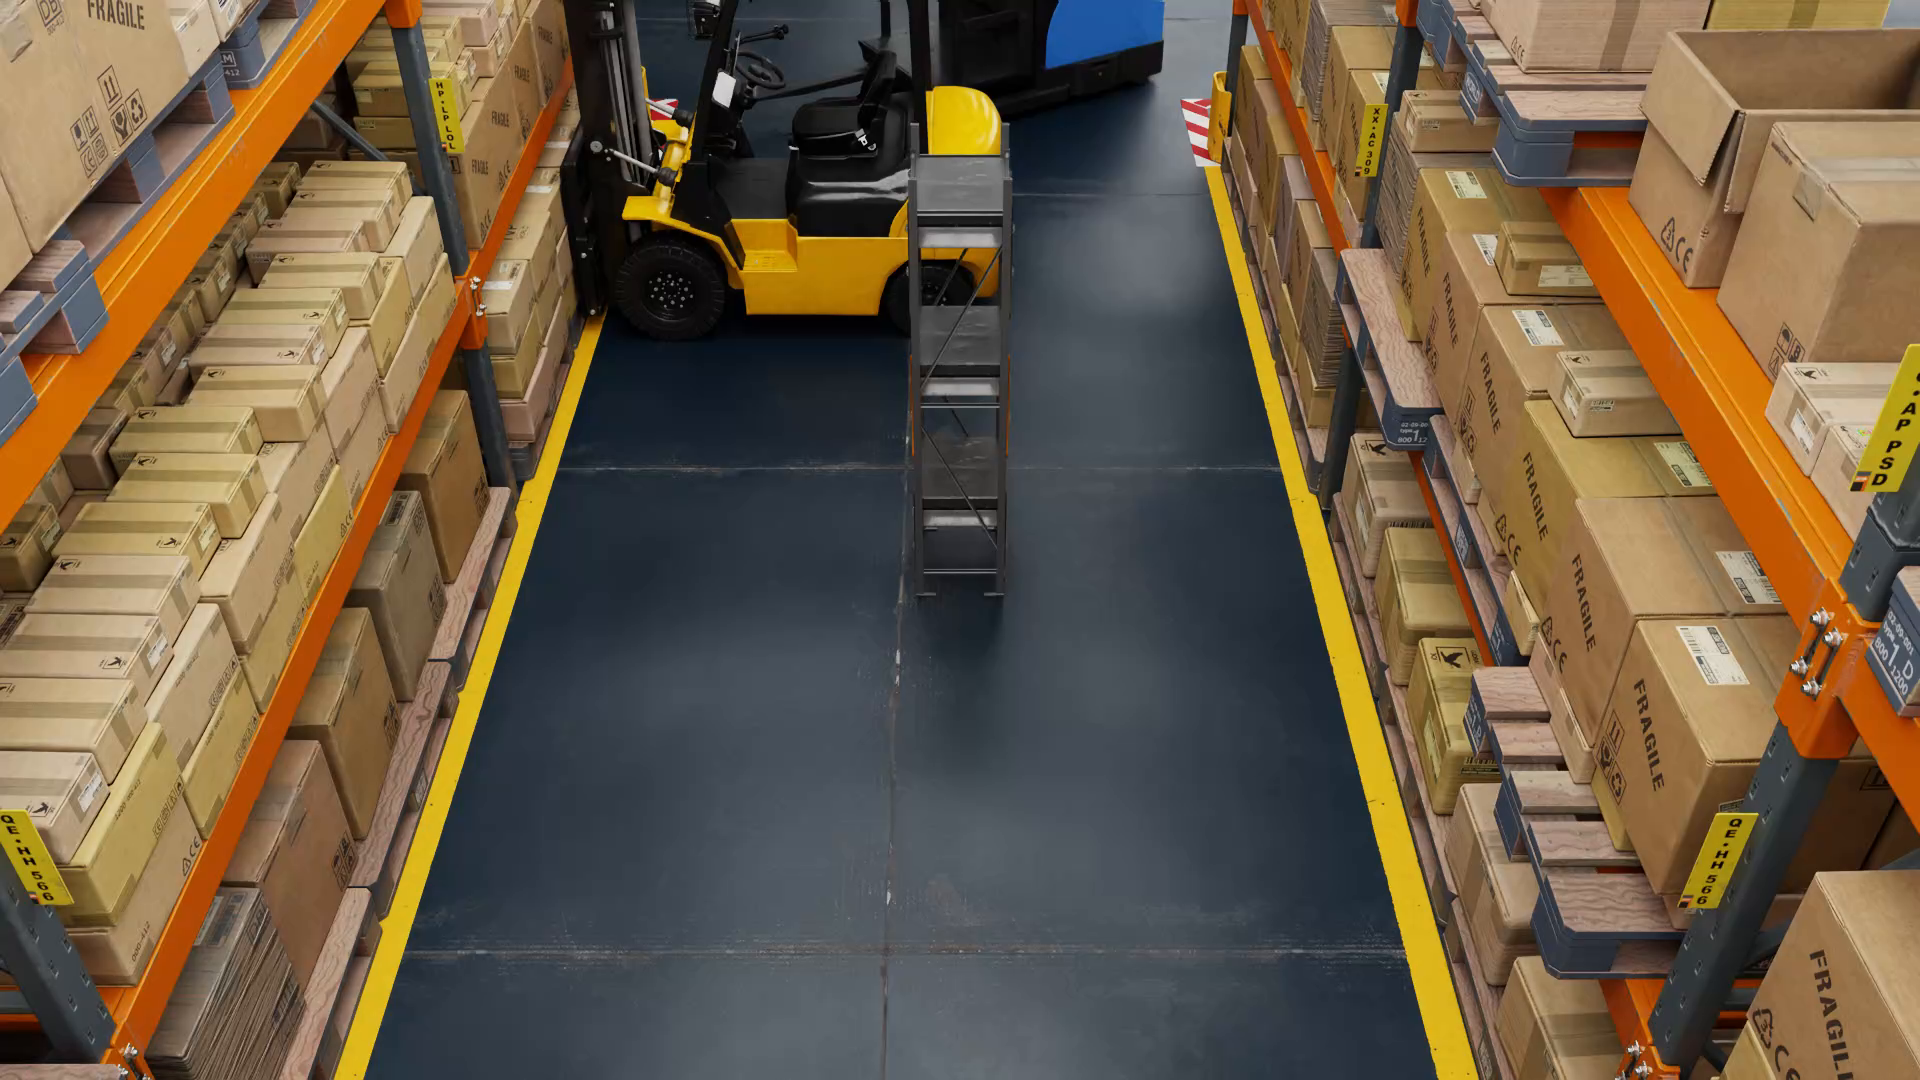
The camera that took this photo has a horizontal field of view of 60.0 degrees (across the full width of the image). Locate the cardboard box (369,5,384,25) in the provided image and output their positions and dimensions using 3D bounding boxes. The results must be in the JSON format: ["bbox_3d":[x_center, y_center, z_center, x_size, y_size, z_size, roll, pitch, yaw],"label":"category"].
[{"bbox_3d":[-3.005,-2.591,7.994,0.380,0.149,0.250,-1,39,-1],"label":"cardboard box"}]

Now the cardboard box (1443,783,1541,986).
[{"bbox_3d":[2.282,1.200,5.865,0.950,0.372,0.625,-1,39,-1],"label":"cardboard box"}]

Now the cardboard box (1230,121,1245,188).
[{"bbox_3d":[1.996,-2.436,10.500,0.500,0.250,0.500,0,39,0],"label":"cardboard box"}]

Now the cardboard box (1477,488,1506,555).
[{"bbox_3d":[1.965,-0.087,5.570,0.380,0.149,0.250,-1,39,-1],"label":"cardboard box"}]

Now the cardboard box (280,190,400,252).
[{"bbox_3d":[-2.446,-1.260,6.570,0.380,0.149,0.250,-1,39,-1],"label":"cardboard box"}]

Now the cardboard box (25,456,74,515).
[{"bbox_3d":[-3.013,-0.135,5.167,0.380,0.149,0.250,-1,39,-1],"label":"cardboard box"}]

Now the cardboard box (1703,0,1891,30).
[{"bbox_3d":[2.417,-1.624,5.009,0.500,0.250,0.500,0,39,1],"label":"cardboard box"}]

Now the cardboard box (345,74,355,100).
[{"bbox_3d":[-2.971,-2.157,7.690,0.380,0.149,0.250,1,39,1],"label":"cardboard box"}]

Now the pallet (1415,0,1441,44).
[{"bbox_3d":[2.171,-2.059,5.918,1.213,0.211,1.003,0,39,0],"label":"pallet"}]

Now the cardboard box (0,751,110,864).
[{"bbox_3d":[-2.388,0.667,4.166,0.380,0.149,0.250,1,39,1],"label":"cardboard box"}]

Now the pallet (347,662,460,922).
[{"bbox_3d":[-2.643,0.971,6.615,1.003,0.211,1.213,0,39,0],"label":"pallet"}]

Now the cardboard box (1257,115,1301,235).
[{"bbox_3d":[1.994,-2.073,9.447,0.500,0.500,0.500,1,39,1],"label":"cardboard box"}]

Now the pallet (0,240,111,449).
[{"bbox_3d":[-2.773,-0.362,3.801,1.213,0.211,1.003,2,39,2],"label":"pallet"}]

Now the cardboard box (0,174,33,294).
[{"bbox_3d":[-2.440,-0.707,3.584,0.500,0.500,0.500,0,39,0],"label":"cardboard box"}]

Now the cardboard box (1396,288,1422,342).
[{"bbox_3d":[1.953,-0.912,6.600,0.380,0.149,0.250,1,39,1],"label":"cardboard box"}]

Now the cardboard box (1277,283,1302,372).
[{"bbox_3d":[1.997,-1.142,8.885,0.500,0.250,0.500,-1,39,-1],"label":"cardboard box"}]

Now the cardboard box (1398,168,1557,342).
[{"bbox_3d":[1.992,-1.061,6.267,0.500,0.500,0.500,0,39,0],"label":"cardboard box"}]

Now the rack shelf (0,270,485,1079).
[{"bbox_3d":[-2.685,0.189,5.936,1.077,0.370,4.000,0,39,0],"label":"rack shelf"}]

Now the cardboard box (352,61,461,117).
[{"bbox_3d":[-2.391,-1.950,7.194,0.380,0.149,0.250,1,39,1],"label":"cardboard box"}]

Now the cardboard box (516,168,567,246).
[{"bbox_3d":[-2.376,-1.757,8.853,0.500,0.250,0.500,1,39,1],"label":"cardboard box"}]

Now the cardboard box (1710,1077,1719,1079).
[{"bbox_3d":[2.030,1.518,3.823,0.500,0.250,0.500,-1,39,-1],"label":"cardboard box"}]

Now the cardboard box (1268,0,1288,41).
[{"bbox_3d":[2.001,-3.066,9.105,0.500,0.500,0.500,-1,39,-1],"label":"cardboard box"}]

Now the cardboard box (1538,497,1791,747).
[{"bbox_3d":[1.991,0.227,4.660,0.500,0.500,0.500,-1,39,-1],"label":"cardboard box"}]

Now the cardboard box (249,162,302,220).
[{"bbox_3d":[-2.901,-1.415,6.764,0.380,0.149,0.250,-1,39,-1],"label":"cardboard box"}]

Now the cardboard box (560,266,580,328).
[{"bbox_3d":[-2.389,-1.375,9.175,0.500,0.250,0.500,1,39,1],"label":"cardboard box"}]

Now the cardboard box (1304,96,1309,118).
[{"bbox_3d":[1.997,-2.246,8.601,0.380,0.149,0.250,-1,39,-1],"label":"cardboard box"}]

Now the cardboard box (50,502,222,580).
[{"bbox_3d":[-2.459,0.019,4.974,0.380,0.149,0.250,0,39,0],"label":"cardboard box"}]

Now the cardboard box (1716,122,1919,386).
[{"bbox_3d":[2.290,-0.649,3.928,0.700,0.500,0.500,0,39,0],"label":"cardboard box"}]

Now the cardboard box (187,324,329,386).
[{"bbox_3d":[-2.434,-0.622,5.774,0.380,0.149,0.250,0,39,0],"label":"cardboard box"}]

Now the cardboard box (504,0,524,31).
[{"bbox_3d":[-2.397,-2.635,8.286,0.380,0.149,0.250,-1,39,-1],"label":"cardboard box"}]

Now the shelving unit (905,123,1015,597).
[{"bbox_3d":[0.000,-0.716,7.210,0.431,2.100,0.503,0,39,0],"label":"shelving unit"}]

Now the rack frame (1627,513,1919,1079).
[{"bbox_3d":[2.281,1.153,4.158,1.000,3.000,0.127,0,39,0],"label":"rack frame"}]

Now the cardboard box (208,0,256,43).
[{"bbox_3d":[-2.442,-1.749,5.036,0.500,0.311,0.500,-1,39,-2],"label":"cardboard box"}]

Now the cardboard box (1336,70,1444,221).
[{"bbox_3d":[2.027,-1.781,7.502,0.500,0.500,0.500,-1,39,-1],"label":"cardboard box"}]

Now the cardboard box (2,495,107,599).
[{"bbox_3d":[-2.961,0.109,5.181,0.500,0.250,0.500,0,39,0],"label":"cardboard box"}]

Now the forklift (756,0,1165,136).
[{"bbox_3d":[-0.050,-4.311,11.031,3.031,2.935,1.130,-21,43,-24],"label":"forklift"}]

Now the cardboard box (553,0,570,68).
[{"bbox_3d":[-2.436,-2.930,9.174,0.500,0.500,0.500,-1,39,-1],"label":"cardboard box"}]

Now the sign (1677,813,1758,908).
[{"bbox_3d":[1.739,0.738,3.813,0.100,0.325,0.005,0,39,0],"label":"sign"}]

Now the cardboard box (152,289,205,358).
[{"bbox_3d":[-2.958,-0.775,5.966,0.380,0.149,0.250,0,39,0],"label":"cardboard box"}]

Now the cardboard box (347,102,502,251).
[{"bbox_3d":[-2.426,-1.659,7.587,0.500,0.500,0.500,-1,39,-1],"label":"cardboard box"}]

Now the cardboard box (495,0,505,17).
[{"bbox_3d":[-2.416,-2.597,8.000,0.380,0.149,0.250,-1,39,-1],"label":"cardboard box"}]

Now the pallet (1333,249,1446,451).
[{"bbox_3d":[2.132,-0.795,6.743,1.003,0.211,1.213,0,39,0],"label":"pallet"}]

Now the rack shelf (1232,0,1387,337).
[{"bbox_3d":[2.274,-2.318,9.065,1.077,0.370,4.000,0,39,0],"label":"rack shelf"}]

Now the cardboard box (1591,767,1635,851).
[{"bbox_3d":[1.973,0.715,4.570,0.380,0.149,0.250,1,39,1],"label":"cardboard box"}]

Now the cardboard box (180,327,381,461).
[{"bbox_3d":[-2.428,-0.531,5.979,0.500,0.250,0.500,1,39,1],"label":"cardboard box"}]

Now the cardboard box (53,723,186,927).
[{"bbox_3d":[-2.414,0.745,4.388,0.500,0.250,0.500,0,39,0],"label":"cardboard box"}]

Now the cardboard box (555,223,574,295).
[{"bbox_3d":[-2.370,-1.560,9.007,0.500,0.250,0.500,0,39,0],"label":"cardboard box"}]

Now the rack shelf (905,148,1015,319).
[{"bbox_3d":[0.000,-1.251,6.781,0.431,0.518,0.480,0,39,0],"label":"rack shelf"}]

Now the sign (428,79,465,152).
[{"bbox_3d":[-2.144,-1.770,6.943,0.100,0.325,0.005,0,39,0],"label":"sign"}]

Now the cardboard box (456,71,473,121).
[{"bbox_3d":[-2.426,-1.996,7.489,0.380,0.149,0.250,1,39,1],"label":"cardboard box"}]

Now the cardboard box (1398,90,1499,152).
[{"bbox_3d":[1.924,-1.626,6.454,0.380,0.149,0.250,0,39,0],"label":"cardboard box"}]

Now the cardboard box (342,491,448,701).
[{"bbox_3d":[-2.682,0.232,6.871,0.875,0.625,0.625,0,39,0],"label":"cardboard box"}]

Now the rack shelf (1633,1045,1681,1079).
[{"bbox_3d":[2.284,2.684,2.822,1.077,0.370,4.000,0,39,0],"label":"rack shelf"}]

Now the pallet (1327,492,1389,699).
[{"bbox_3d":[2.279,0.227,7.544,1.003,0.211,1.213,0,39,0],"label":"pallet"}]

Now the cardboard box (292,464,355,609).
[{"bbox_3d":[-2.441,-0.021,5.743,0.500,0.250,0.500,1,39,1],"label":"cardboard box"}]
